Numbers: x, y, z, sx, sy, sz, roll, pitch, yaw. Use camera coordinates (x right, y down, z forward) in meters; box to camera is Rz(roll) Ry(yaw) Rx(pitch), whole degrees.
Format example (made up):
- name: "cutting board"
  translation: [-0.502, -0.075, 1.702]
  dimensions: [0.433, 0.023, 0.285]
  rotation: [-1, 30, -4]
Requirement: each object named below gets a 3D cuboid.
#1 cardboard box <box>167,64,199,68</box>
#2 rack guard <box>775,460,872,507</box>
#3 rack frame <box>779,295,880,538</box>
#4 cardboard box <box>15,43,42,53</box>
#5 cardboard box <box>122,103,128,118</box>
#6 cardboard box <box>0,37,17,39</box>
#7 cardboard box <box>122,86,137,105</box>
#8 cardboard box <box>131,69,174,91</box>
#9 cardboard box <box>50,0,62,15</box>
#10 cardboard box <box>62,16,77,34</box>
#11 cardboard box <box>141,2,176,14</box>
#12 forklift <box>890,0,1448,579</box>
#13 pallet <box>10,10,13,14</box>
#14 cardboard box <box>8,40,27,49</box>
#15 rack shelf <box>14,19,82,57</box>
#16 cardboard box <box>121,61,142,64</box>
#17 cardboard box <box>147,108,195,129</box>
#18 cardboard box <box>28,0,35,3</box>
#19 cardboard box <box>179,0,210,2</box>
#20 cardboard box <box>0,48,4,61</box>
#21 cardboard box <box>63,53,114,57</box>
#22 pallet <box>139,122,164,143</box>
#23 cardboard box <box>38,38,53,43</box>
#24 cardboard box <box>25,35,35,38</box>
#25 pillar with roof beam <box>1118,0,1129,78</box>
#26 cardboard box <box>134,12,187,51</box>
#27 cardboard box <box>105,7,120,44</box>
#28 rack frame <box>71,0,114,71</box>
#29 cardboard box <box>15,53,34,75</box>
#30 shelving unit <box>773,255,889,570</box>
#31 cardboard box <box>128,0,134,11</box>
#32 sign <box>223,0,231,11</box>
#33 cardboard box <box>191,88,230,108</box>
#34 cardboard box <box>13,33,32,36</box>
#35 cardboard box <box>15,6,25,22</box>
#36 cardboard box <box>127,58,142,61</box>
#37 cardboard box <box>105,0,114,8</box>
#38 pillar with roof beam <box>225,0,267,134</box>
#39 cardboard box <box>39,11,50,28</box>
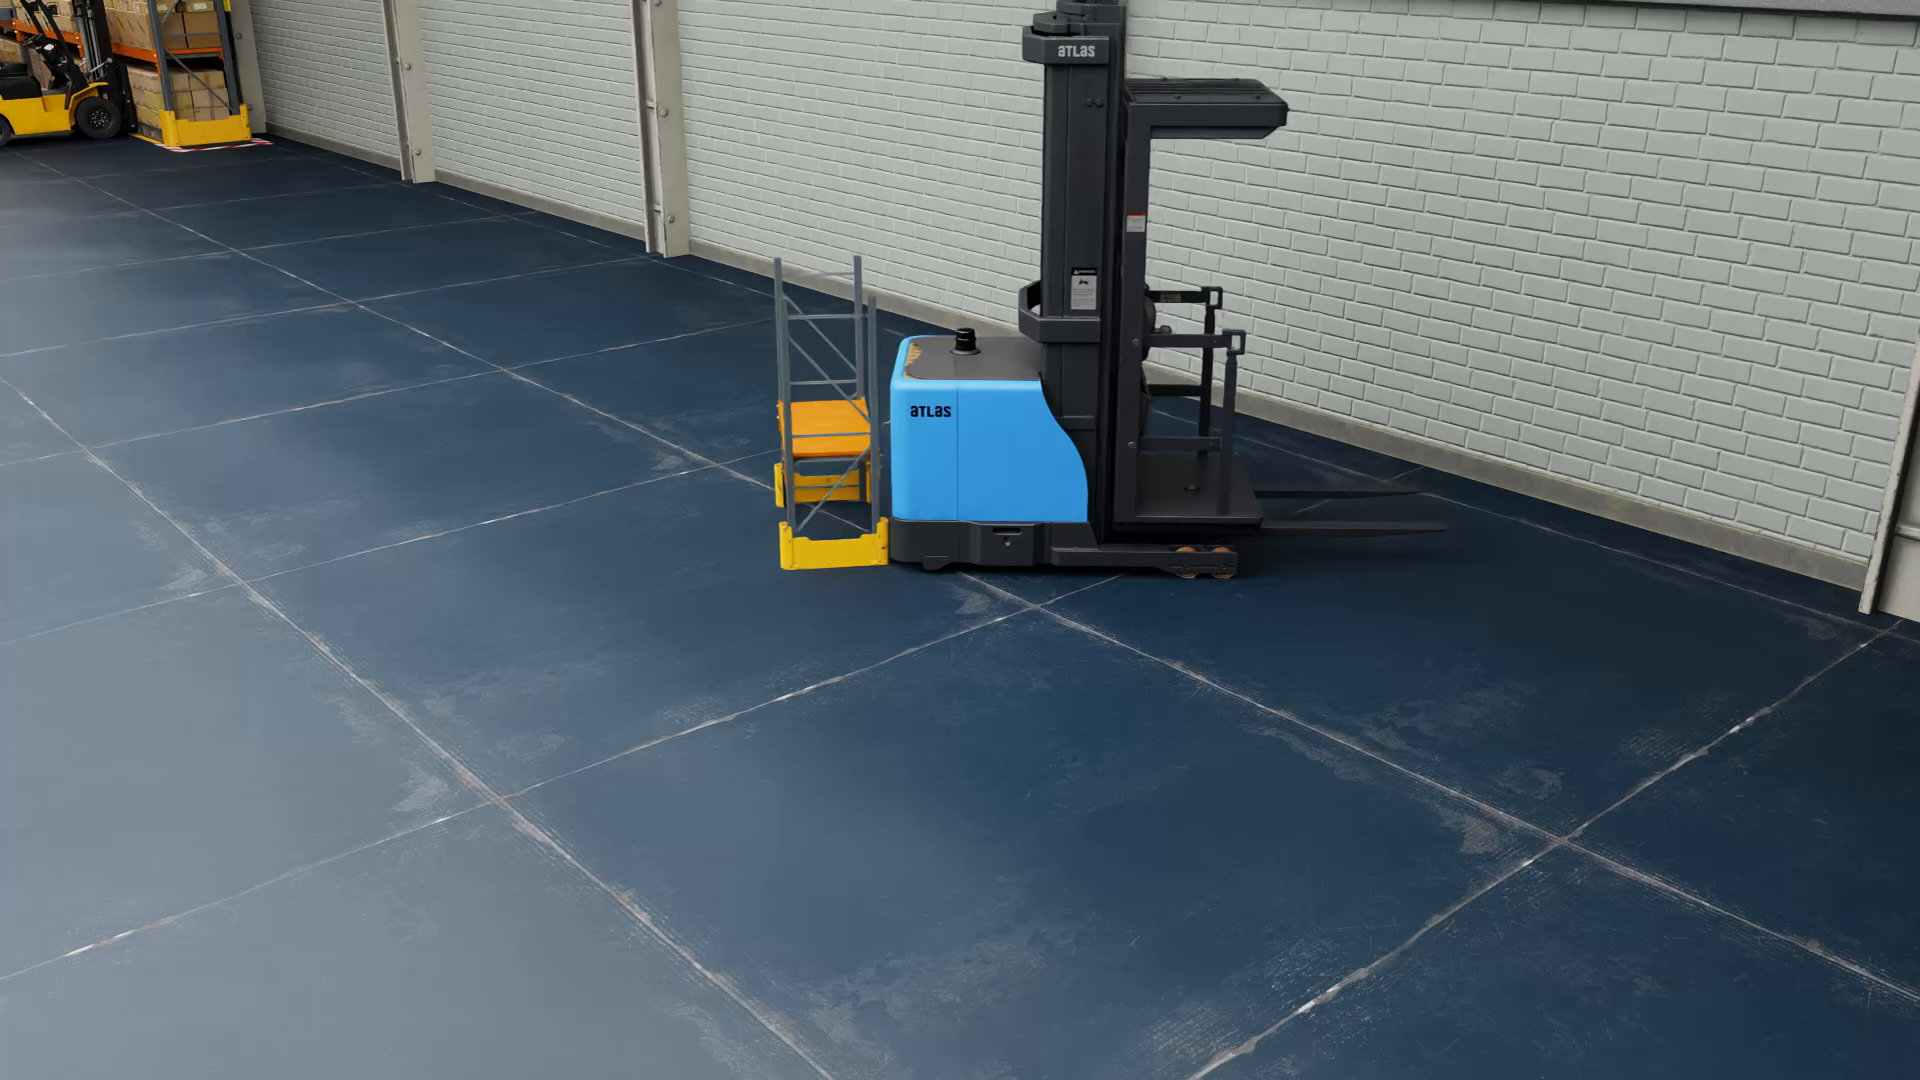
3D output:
- name: "cardboard box"
  translation: [-11.847, -7.075, 25.257]
  dimensions: [0.500, 0.250, 0.500]
  rotation: [-18, 27, -38]
- name: "rack guard"
  translation: [-0.816, -0.341, 10.011]
  dimensions: [0.587, 0.250, 0.087]
  rotation: [-3, 22, -7]
- name: "rack frame"
  translation: [-0.684, -0.555, 8.846]
  dimensions: [0.500, 1.500, 0.032]
  rotation: [-3, 22, -7]
- name: "cardboard box"
  translation: [-16.766, -8.858, 29.950]
  dimensions: [0.380, 0.149, 0.250]
  rotation: [-19, 28, -40]
- name: "cardboard box"
  translation: [-12.569, -6.626, 25.483]
  dimensions: [0.500, 0.250, 0.500]
  rotation: [-16, 27, -36]
- name: "cardboard box"
  translation: [-17.732, -9.311, 31.106]
  dimensions: [0.380, 0.149, 0.250]
  rotation: [-17, 27, -37]
- name: "cardboard box"
  translation: [-12.256, -6.725, 25.050]
  dimensions: [0.500, 0.250, 0.500]
  rotation: [-18, 28, -39]
- name: "cardboard box"
  translation: [-11.904, -6.812, 24.585]
  dimensions: [0.500, 0.250, 0.500]
  rotation: [-17, 27, -36]
- name: "cardboard box"
  translation: [-14.496, -8.721, 27.158]
  dimensions: [0.500, 0.250, 0.500]
  rotation: [-18, 28, -39]
- name: "cardboard box"
  translation: [-14.168, -8.350, 26.896]
  dimensions: [0.500, 0.250, 0.500]
  rotation: [-17, 27, -36]
- name: "cardboard box"
  translation: [-11.468, -7.616, 23.789]
  dimensions: [0.380, 0.149, 0.250]
  rotation: [-17, 27, -37]
- name: "forklift"
  translation: [1.147, -1.353, 8.919]
  dimensions: [3.031, 2.935, 1.130]
  rotation: [1, 21, 2]
- name: "pallet"
  translation: [-17.525, -9.895, 30.898]
  dimensions: [1.003, 0.211, 1.213]
  rotation: [-17, 27, -37]
- name: "cardboard box"
  translation: [-17.244, -9.093, 30.550]
  dimensions: [0.380, 0.149, 0.250]
  rotation: [-16, 27, -36]
- name: "rack shelf"
  translation: [-14.946, -8.561, 28.215]
  dimensions: [1.077, 0.370, 4.000]
  rotation: [-17, 27, -37]
- name: "cardboard box"
  translation: [-12.903, -7.237, 25.672]
  dimensions: [0.500, 0.250, 0.500]
  rotation: [-16, 27, -36]
- name: "cardboard box"
  translation: [-11.576, -6.208, 24.415]
  dimensions: [0.500, 0.250, 0.500]
  rotation: [-17, 27, -37]
- name: "cardboard box"
  translation: [-15.493, -9.143, 28.235]
  dimensions: [0.500, 0.250, 0.500]
  rotation: [-18, 28, -39]
- name: "cardboard box"
  translation: [-11.087, -7.869, 24.027]
  dimensions: [0.380, 0.149, 0.250]
  rotation: [-18, 28, -38]
- name: "cardboard box"
  translation: [-17.706, -8.969, 31.123]
  dimensions: [0.500, 0.500, 0.500]
  rotation: [-19, 28, -39]
- name: "cardboard box"
  translation: [-14.983, -7.998, 28.472]
  dimensions: [0.875, 0.625, 0.625]
  rotation: [-19, 28, -40]
- name: "pallet"
  translation: [-11.561, -6.141, 24.874]
  dimensions: [1.003, 0.211, 1.213]
  rotation: [-17, 27, -37]
- name: "cardboard box"
  translation: [-17.046, -9.288, 31.046]
  dimensions: [0.380, 0.149, 0.250]
  rotation: [-18, 28, -39]
- name: "cardboard box"
  translation: [-17.527, -9.507, 31.605]
  dimensions: [0.380, 0.149, 0.250]
  rotation: [-17, 27, -37]
- name: "pillar with roof beam"
  translation: [-2.313, -4.440, 8.482]
  dimensions: [9.100, 9.000, 0.400]
  rotation: [-17, 27, -37]
- name: "cardboard box"
  translation: [-11.550, -7.358, 24.020]
  dimensions: [0.500, 0.500, 0.500]
  rotation: [-18, 28, -39]
- name: "cardboard box"
  translation: [-12.553, -7.781, 25.101]
  dimensions: [0.500, 0.500, 0.500]
  rotation: [-17, 27, -37]
- name: "rack frame"
  translation: [-13.641, -8.343, 26.673]
  dimensions: [1.000, 3.000, 0.127]
  rotation: [-17, 27, -37]
- name: "cardboard box"
  translation: [-16.691, -8.546, 30.041]
  dimensions: [0.500, 0.500, 0.500]
  rotation: [-16, 27, -36]
- name: "shelving unit"
  translation: [-0.751, -0.743, 9.323]
  dimensions: [0.587, 1.500, 1.083]
  rotation: [-3, 22, -7]
- name: "cardboard box"
  translation: [-11.934, -7.837, 24.353]
  dimensions: [0.380, 0.149, 0.250]
  rotation: [-18, 27, -38]
- name: "sign"
  translation: [-10.605, -7.809, 24.012]
  dimensions: [0.100, 0.325, 0.005]
  rotation: [-17, 27, -37]
- name: "cardboard box"
  translation: [-11.179, -6.565, 24.643]
  dimensions: [0.500, 0.250, 0.500]
  rotation: [-17, 27, -36]
- name: "cardboard box"
  translation: [-18.063, -9.718, 32.144]
  dimensions: [0.380, 0.149, 0.250]
  rotation: [-17, 27, -37]
- name: "cardboard box"
  translation: [-16.147, -9.198, 29.060]
  dimensions: [0.500, 0.250, 0.500]
  rotation: [-17, 27, -37]
- name: "cardboard box"
  translation: [-12.831, -7.498, 26.337]
  dimensions: [0.500, 0.250, 0.500]
  rotation: [-18, 28, -38]
- name: "cardboard box"
  translation: [-12.638, -8.109, 25.049]
  dimensions: [0.380, 0.149, 0.250]
  rotation: [-18, 28, -38]
- name: "pillar with roof beam"
  translation: [-14.063, -9.414, 21.179]
  dimensions: [9.100, 9.000, 0.400]
  rotation: [-17, 27, -37]
- name: "cardboard box"
  translation: [-15.144, -8.773, 27.976]
  dimensions: [0.500, 0.250, 0.500]
  rotation: [-16, 27, -36]
